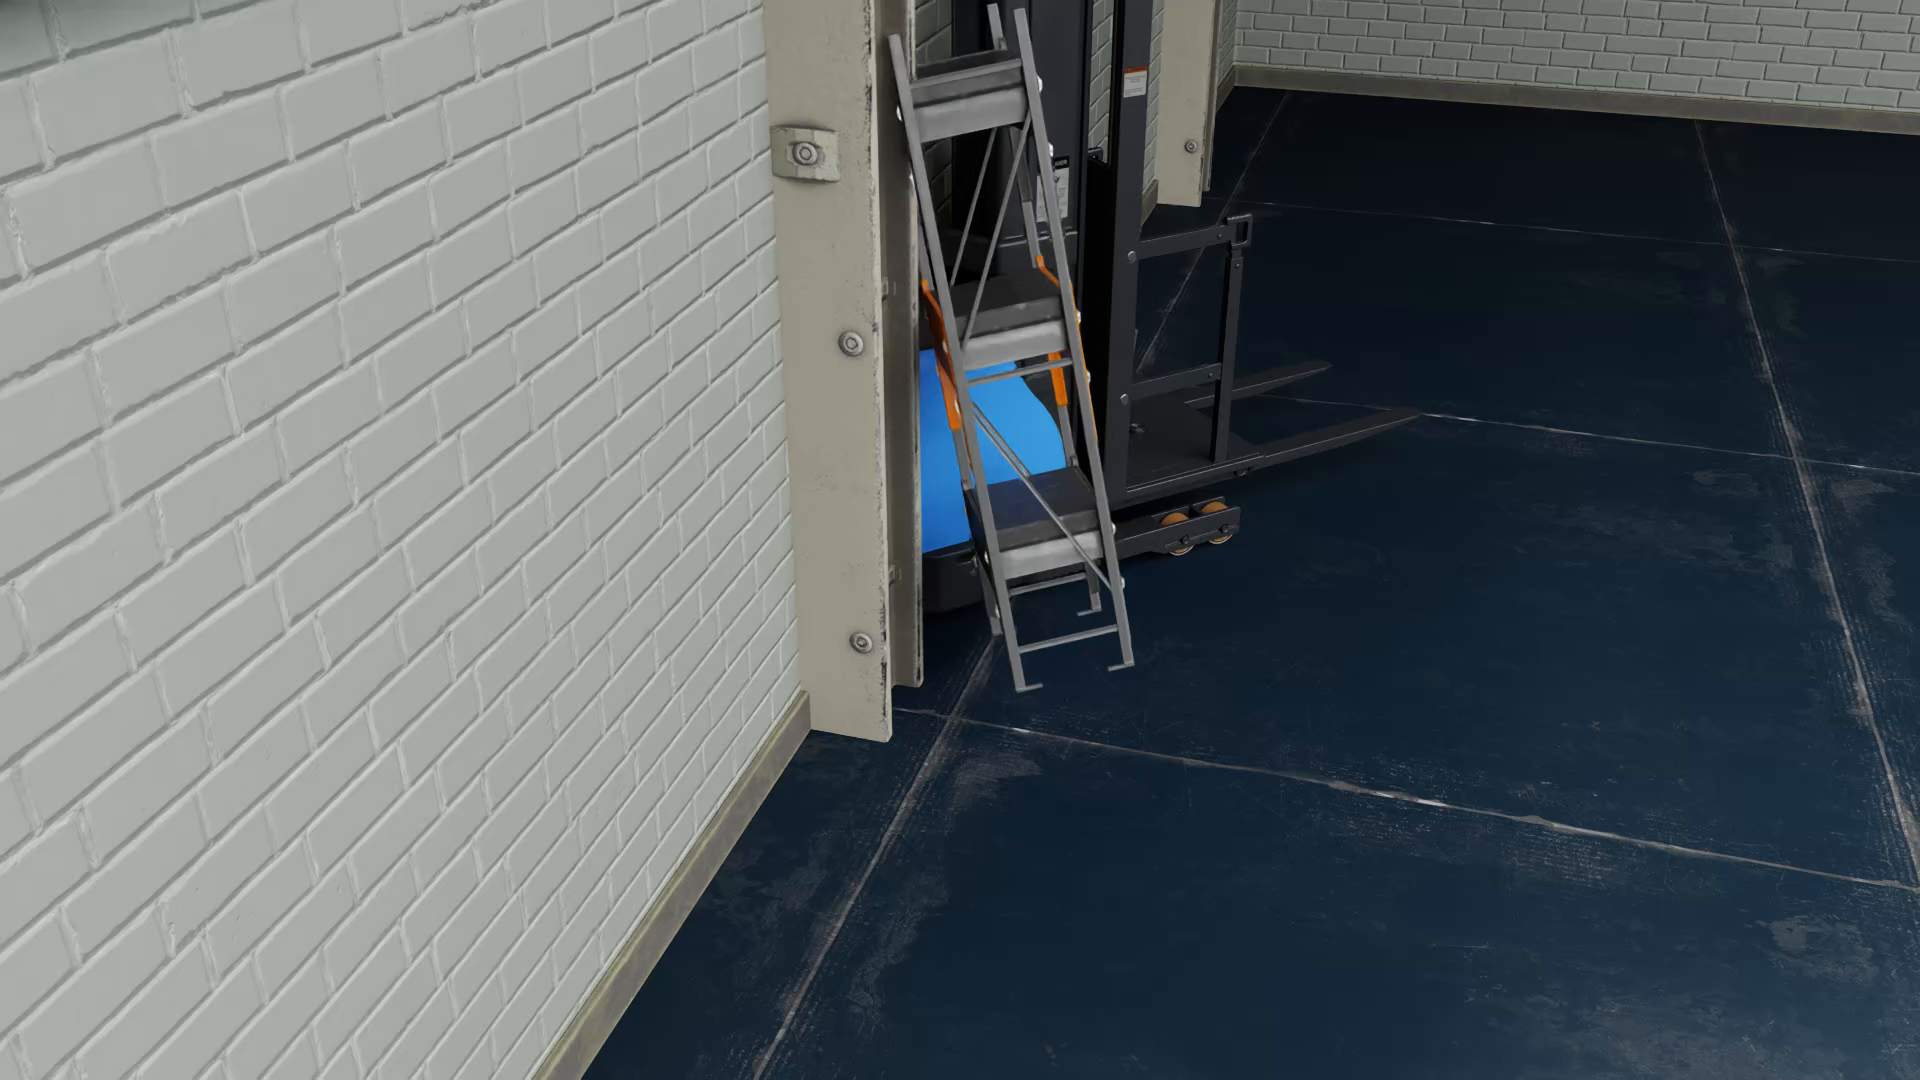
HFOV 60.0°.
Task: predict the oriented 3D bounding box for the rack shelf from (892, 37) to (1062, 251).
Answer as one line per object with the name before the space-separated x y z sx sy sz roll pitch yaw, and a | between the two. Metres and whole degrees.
rack shelf | 0.022 -1.219 5.079 0.431 0.518 0.480 -13 21 -4

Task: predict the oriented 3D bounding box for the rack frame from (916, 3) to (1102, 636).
rack frame | 0.115 -0.670 5.548 0.400 2.100 0.015 -13 21 -4

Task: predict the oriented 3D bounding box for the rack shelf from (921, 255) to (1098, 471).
rack shelf | 0.152 -0.577 5.325 0.431 0.518 0.480 -13 21 -4

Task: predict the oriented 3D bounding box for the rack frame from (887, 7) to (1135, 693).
rack frame | 0.184 -0.509 5.092 0.400 2.100 0.015 -13 21 -4

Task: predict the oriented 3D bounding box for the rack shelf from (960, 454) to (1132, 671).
rack shelf | 0.282 0.066 5.570 0.431 0.518 0.480 -13 21 -4

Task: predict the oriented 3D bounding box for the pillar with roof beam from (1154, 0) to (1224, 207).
pillar with roof beam | 5.544 -5.546 7.463 9.100 9.000 0.400 8 30 15

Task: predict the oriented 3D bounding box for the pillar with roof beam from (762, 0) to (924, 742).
pillar with roof beam | 3.783 -2.758 2.450 9.100 9.000 0.400 8 30 15

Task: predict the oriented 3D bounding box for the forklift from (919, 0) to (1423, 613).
forklift | 0.548 -1.428 6.303 3.031 2.935 1.130 -15 32 -25

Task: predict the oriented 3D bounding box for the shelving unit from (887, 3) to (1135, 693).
shelving unit | 0.149 -0.589 5.320 0.431 2.100 0.503 -13 21 -4
